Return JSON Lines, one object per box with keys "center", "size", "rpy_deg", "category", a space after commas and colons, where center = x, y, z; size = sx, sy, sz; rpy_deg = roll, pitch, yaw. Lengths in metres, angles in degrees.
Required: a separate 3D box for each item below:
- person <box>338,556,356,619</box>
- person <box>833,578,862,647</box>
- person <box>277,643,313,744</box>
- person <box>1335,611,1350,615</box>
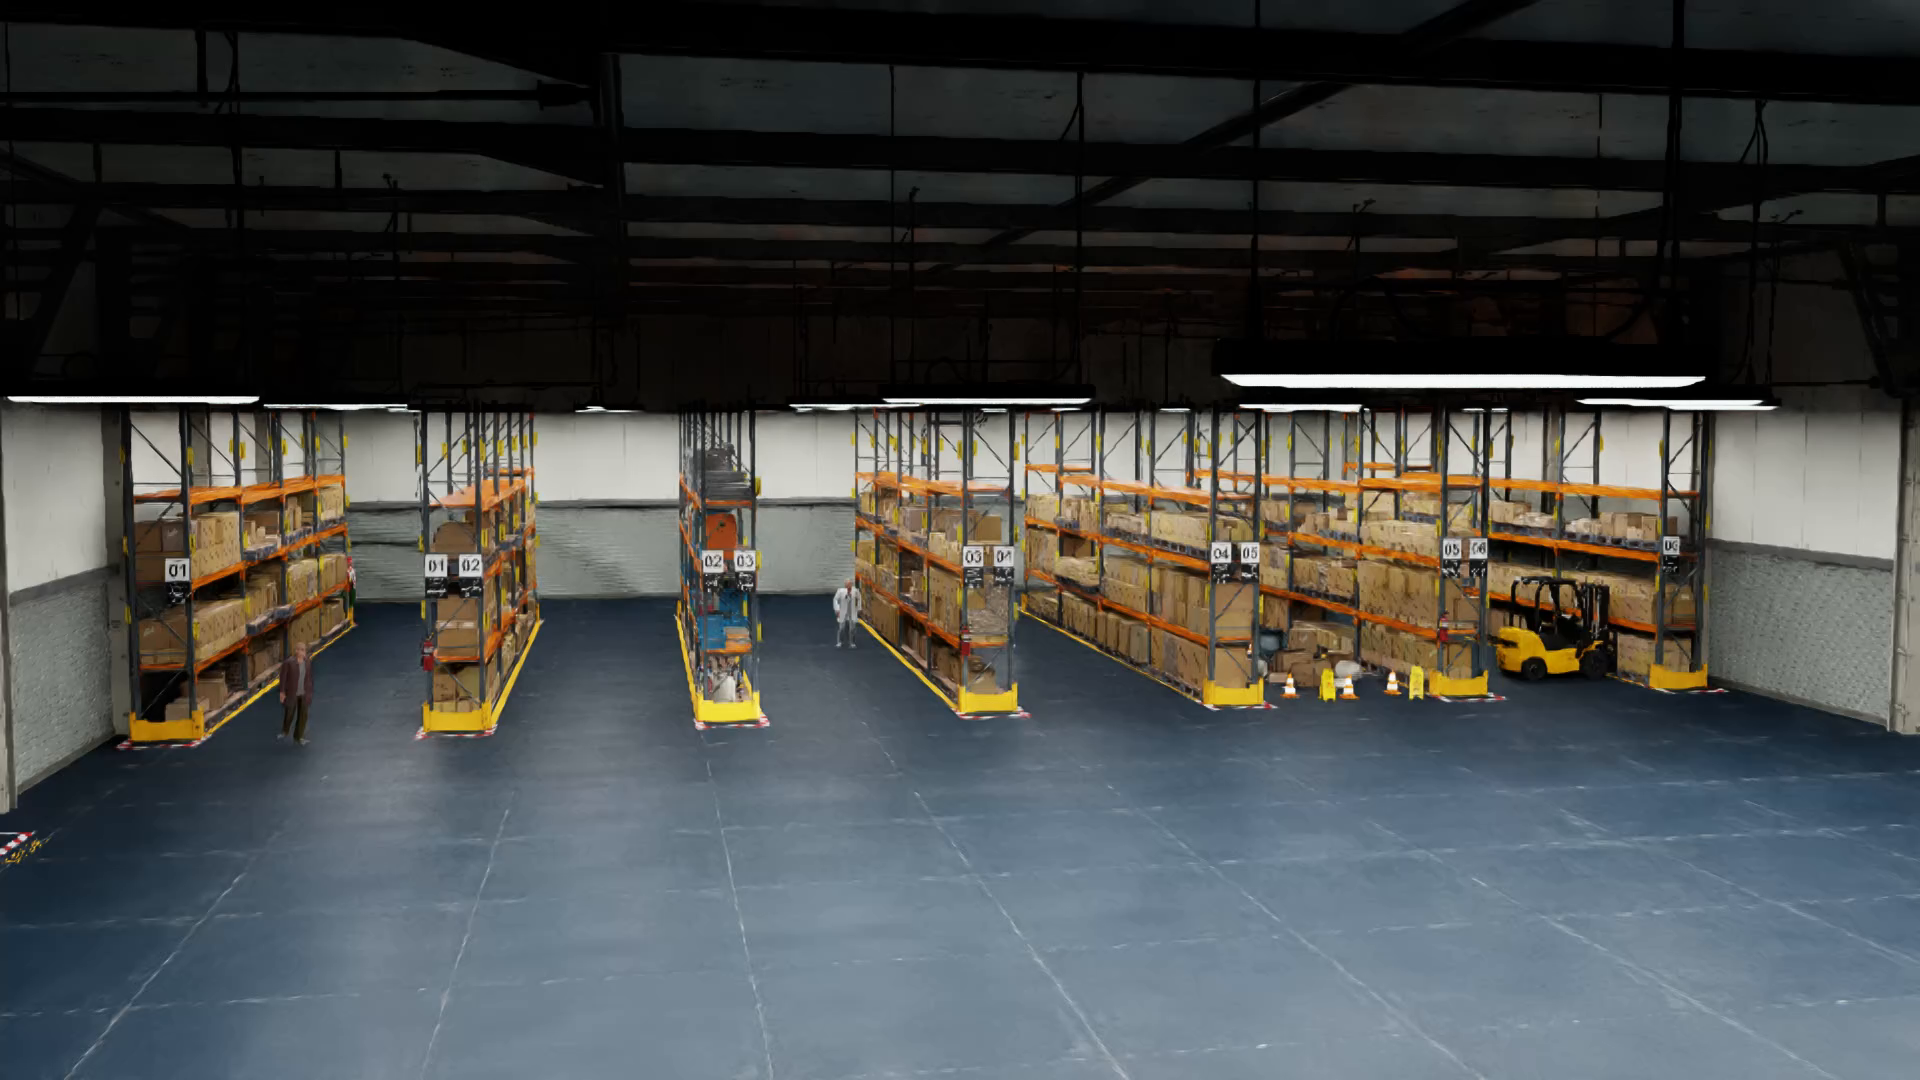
{"center": [-17.188, 1.340, 46.356], "size": [0.527, 1.779, 0.732], "rpy_deg": [3, 5, 38], "category": "person"}
{"center": [-2.758, 1.784, 40.809], "size": [0.729, 1.734, 0.546], "rpy_deg": [-1, 4, -12], "category": "person"}
{"center": [-11.583, 2.657, 28.955], "size": [0.594, 1.769, 0.625], "rpy_deg": [4, 6, 44], "category": "person"}
{"center": [11.022, 1.327, 47.650], "size": [0.455, 1.593, 0.593], "rpy_deg": [0, 4, 2], "category": "person"}
